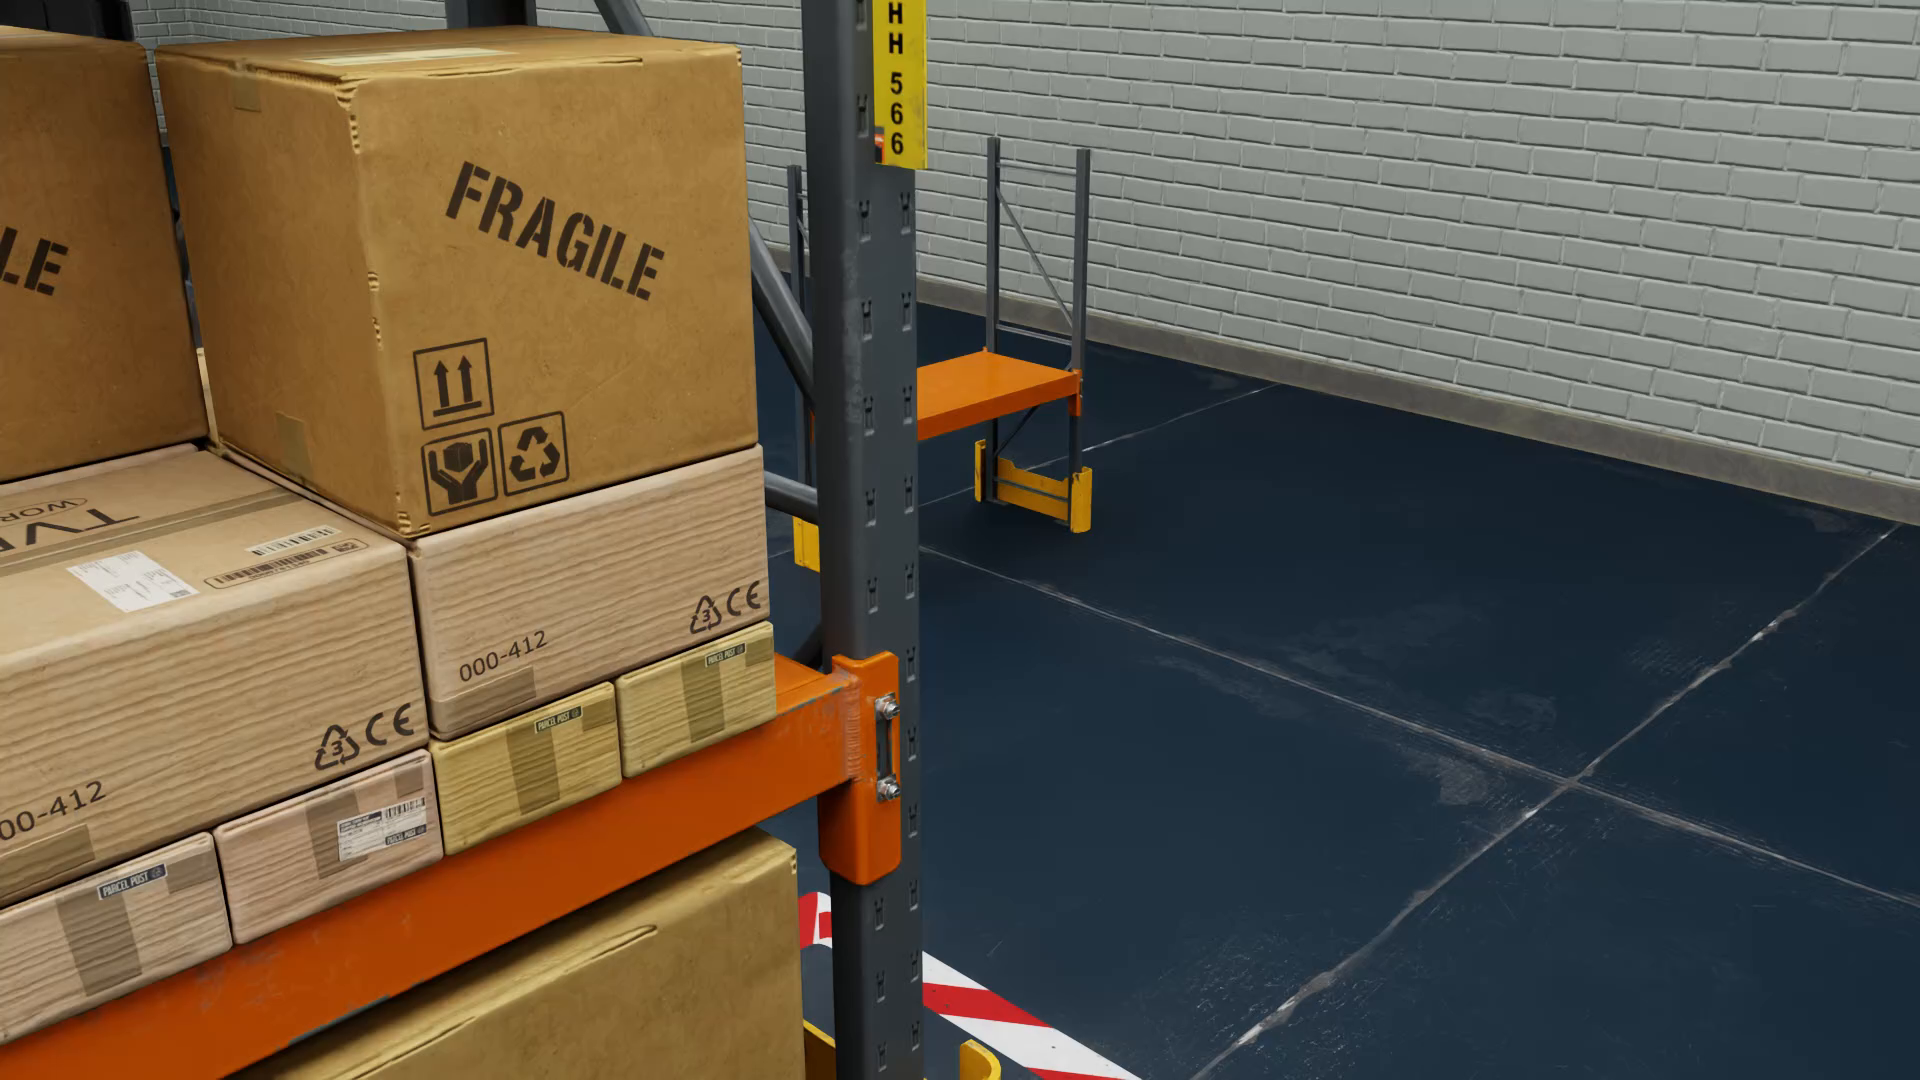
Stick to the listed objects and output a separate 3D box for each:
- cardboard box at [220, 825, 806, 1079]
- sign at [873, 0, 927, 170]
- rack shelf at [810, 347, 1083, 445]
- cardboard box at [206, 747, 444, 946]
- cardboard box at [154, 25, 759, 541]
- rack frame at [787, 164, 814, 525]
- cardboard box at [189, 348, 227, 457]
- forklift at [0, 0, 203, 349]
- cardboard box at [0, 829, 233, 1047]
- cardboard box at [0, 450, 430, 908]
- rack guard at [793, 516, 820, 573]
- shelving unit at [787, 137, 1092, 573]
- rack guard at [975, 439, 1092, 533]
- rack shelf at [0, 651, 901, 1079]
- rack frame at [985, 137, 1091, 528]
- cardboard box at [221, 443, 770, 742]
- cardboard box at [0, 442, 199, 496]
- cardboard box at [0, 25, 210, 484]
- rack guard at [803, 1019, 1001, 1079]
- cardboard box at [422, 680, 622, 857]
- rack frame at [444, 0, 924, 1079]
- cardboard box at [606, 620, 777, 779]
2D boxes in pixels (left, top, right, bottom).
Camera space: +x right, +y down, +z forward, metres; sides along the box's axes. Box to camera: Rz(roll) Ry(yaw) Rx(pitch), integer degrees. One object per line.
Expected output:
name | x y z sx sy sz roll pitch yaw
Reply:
cardboard box | -0.848 0.852 2.553 0.875 0.875 0.875 19 28 41
sign | -0.080 -0.640 2.114 0.100 0.325 0.005 19 28 41
rack shelf | -0.060 -0.510 6.313 0.538 0.185 1.000 19 28 41
cardboard box | -0.828 0.295 1.976 0.380 0.149 0.250 19 28 41
cardboard box | -0.610 -0.356 2.069 0.500 0.500 0.500 20 29 41
rack frame | -0.414 -0.547 5.908 0.500 1.500 0.032 19 28 41
cardboard box | -0.987 -0.141 2.555 0.500 0.250 0.500 18 28 39
forklift | -3.224 -0.966 5.001 3.031 2.935 1.130 -7 22 -17
cardboard box | -1.003 0.359 1.810 0.250 0.149 0.380 -20 28 -41
cardboard box | -0.961 0.124 1.865 0.500 0.250 0.500 19 28 40
rack guard | -0.401 0.031 6.146 0.587 0.250 0.087 19 28 41
shelving unit | -0.053 -0.680 6.254 0.587 1.500 1.083 19 28 41
rack guard | 0.294 -0.225 6.812 0.587 0.250 0.087 19 28 41
rack shelf | -1.854 0.722 1.518 1.077 0.370 4.000 19 28 41
rack frame | 0.295 -0.809 6.588 0.500 1.500 0.032 19 28 41
cardboard box | -0.607 -0.006 2.204 0.500 0.250 0.500 19 28 40
cardboard box | -1.345 -0.006 2.203 0.500 0.250 0.500 19 28 40
cardboard box | -1.336 -0.363 2.086 0.500 0.500 0.500 18 28 39
rack guard | -0.442 1.033 3.191 1.175 0.500 0.348 19 28 41
cardboard box | -0.651 0.230 2.145 0.380 0.149 0.250 20 28 41
rack frame | -0.459 -0.128 2.727 1.000 3.000 0.127 19 28 41
cardboard box | -0.471 0.163 2.319 0.250 0.149 0.380 -20 28 -41
